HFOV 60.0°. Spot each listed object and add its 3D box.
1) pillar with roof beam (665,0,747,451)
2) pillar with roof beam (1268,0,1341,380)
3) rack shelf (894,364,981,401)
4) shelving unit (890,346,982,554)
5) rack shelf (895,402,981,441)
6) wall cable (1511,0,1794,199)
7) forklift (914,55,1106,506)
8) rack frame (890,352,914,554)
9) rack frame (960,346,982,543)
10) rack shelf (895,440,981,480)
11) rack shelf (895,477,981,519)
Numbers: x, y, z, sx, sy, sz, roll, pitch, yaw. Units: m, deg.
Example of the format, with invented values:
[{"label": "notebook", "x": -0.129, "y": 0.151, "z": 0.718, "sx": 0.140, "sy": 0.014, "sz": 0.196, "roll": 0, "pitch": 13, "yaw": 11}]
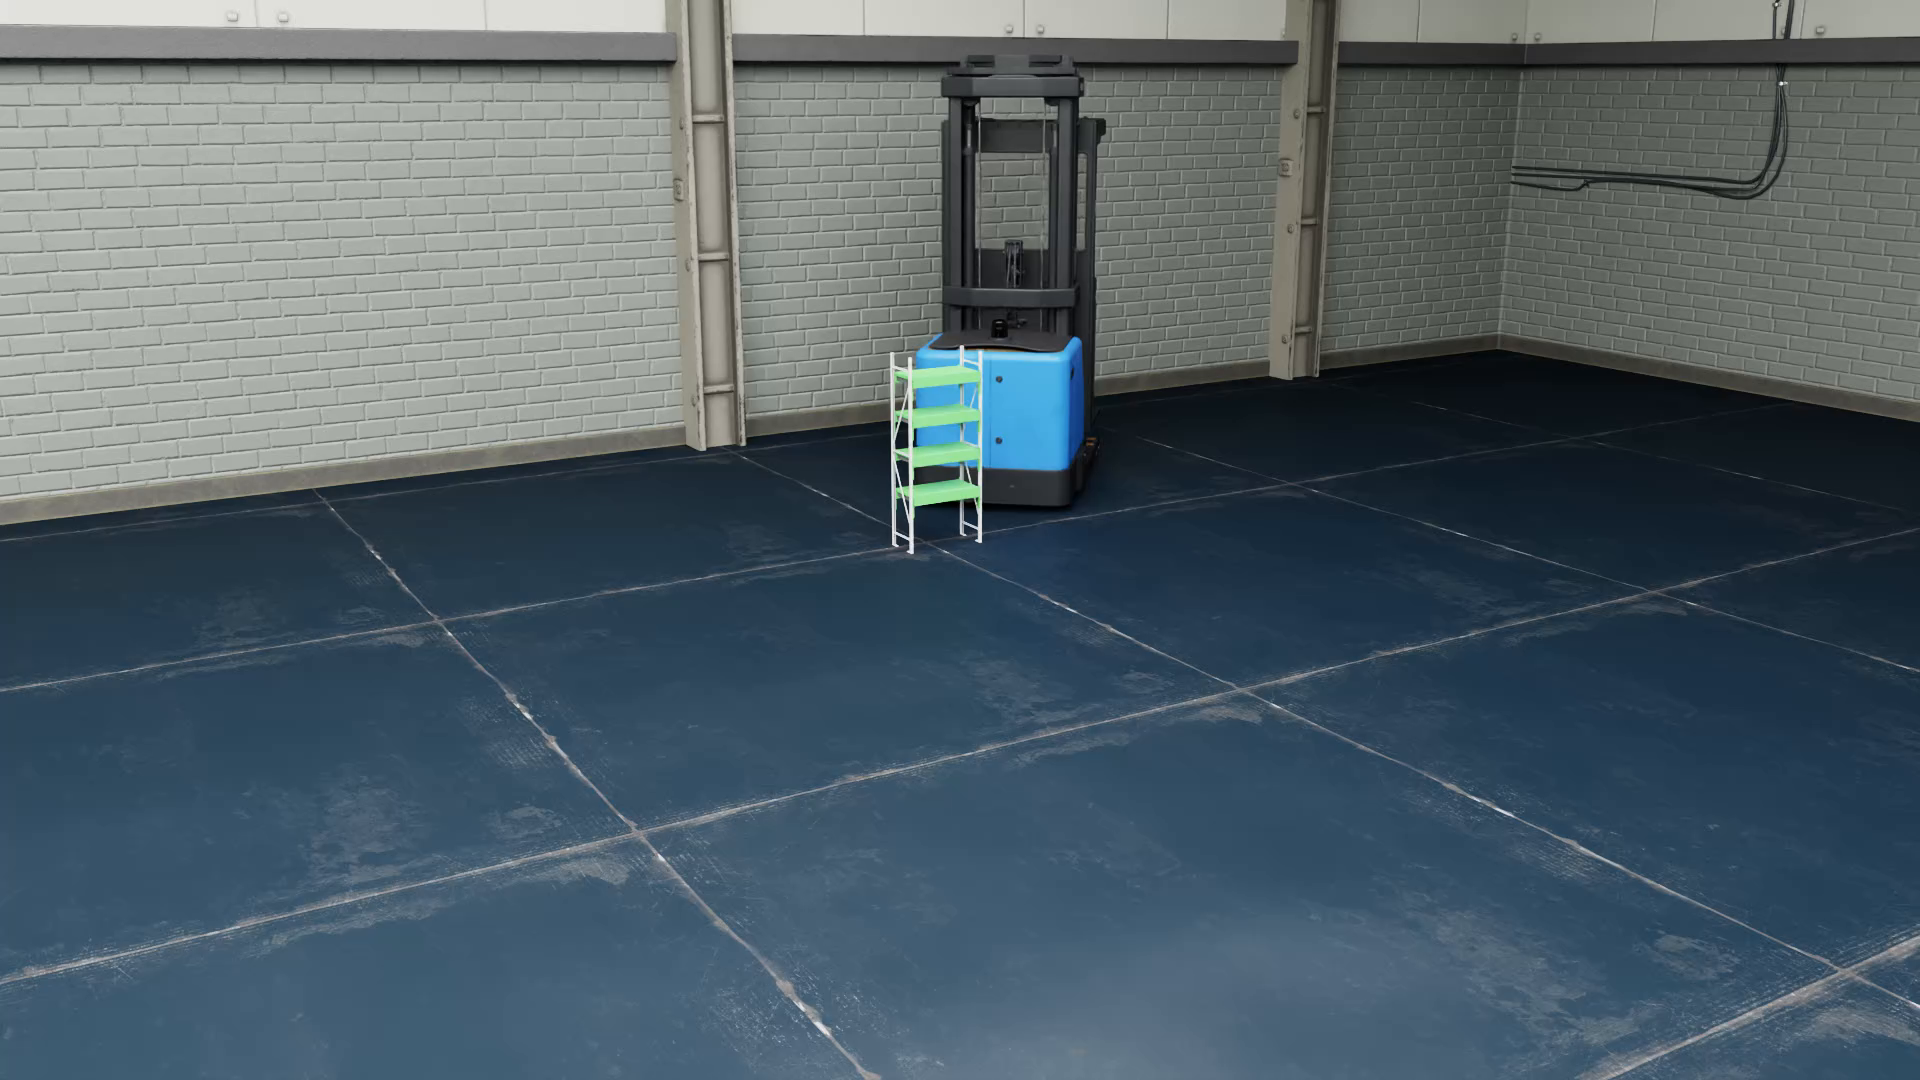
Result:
[{"label": "pillar with roof beam", "x": 0.294, "y": -4.090, "z": 8.327, "sx": 0.400, "sy": 9.000, "sz": 9.100, "roll": -9, "pitch": 18, "yaw": -30}, {"label": "pillar with roof beam", "x": 5.437, "y": -4.924, "z": 11.303, "sx": 0.400, "sy": 9.000, "sz": 9.100, "roll": -9, "pitch": 18, "yaw": -30}, {"label": "rack shelf", "x": -0.142, "y": -0.955, "z": 10.053, "sx": 0.480, "sy": 0.148, "sz": 0.258, "roll": -9, "pitch": 18, "yaw": -30}, {"label": "shelving unit", "x": -0.142, "y": -0.555, "z": 10.166, "sx": 0.503, "sy": 1.200, "sz": 0.258, "roll": -9, "pitch": 18, "yaw": -30}, {"label": "rack shelf", "x": -0.142, "y": -0.724, "z": 10.118, "sx": 0.480, "sy": 0.148, "sz": 0.258, "roll": -9, "pitch": 18, "yaw": -30}, {"label": "wall cable", "x": 6.426, "y": -4.528, "z": 15.644, "sx": 0.112, "sy": 2.526, "sz": 3.097, "roll": -9, "pitch": 18, "yaw": -30}, {"label": "forklift", "x": 0.455, "y": -1.985, "z": 12.060, "sx": 1.130, "sy": 2.935, "sz": 3.031, "roll": 3, "pitch": 16, "yaw": 10}, {"label": "rack frame", "x": -0.351, "y": -0.521, "z": 10.045, "sx": 0.015, "sy": 1.200, "sz": 0.240, "roll": -9, "pitch": 18, "yaw": -30}, {"label": "rack frame", "x": 0.067, "y": -0.589, "z": 10.287, "sx": 0.015, "sy": 1.200, "sz": 0.240, "roll": -9, "pitch": 18, "yaw": -30}, {"label": "rack shelf", "x": -0.142, "y": -0.493, "z": 10.183, "sx": 0.480, "sy": 0.148, "sz": 0.258, "roll": -9, "pitch": 18, "yaw": -30}, {"label": "rack shelf", "x": -0.142, "y": -0.262, "z": 10.248, "sx": 0.480, "sy": 0.148, "sz": 0.258, "roll": -9, "pitch": 18, "yaw": -30}]
